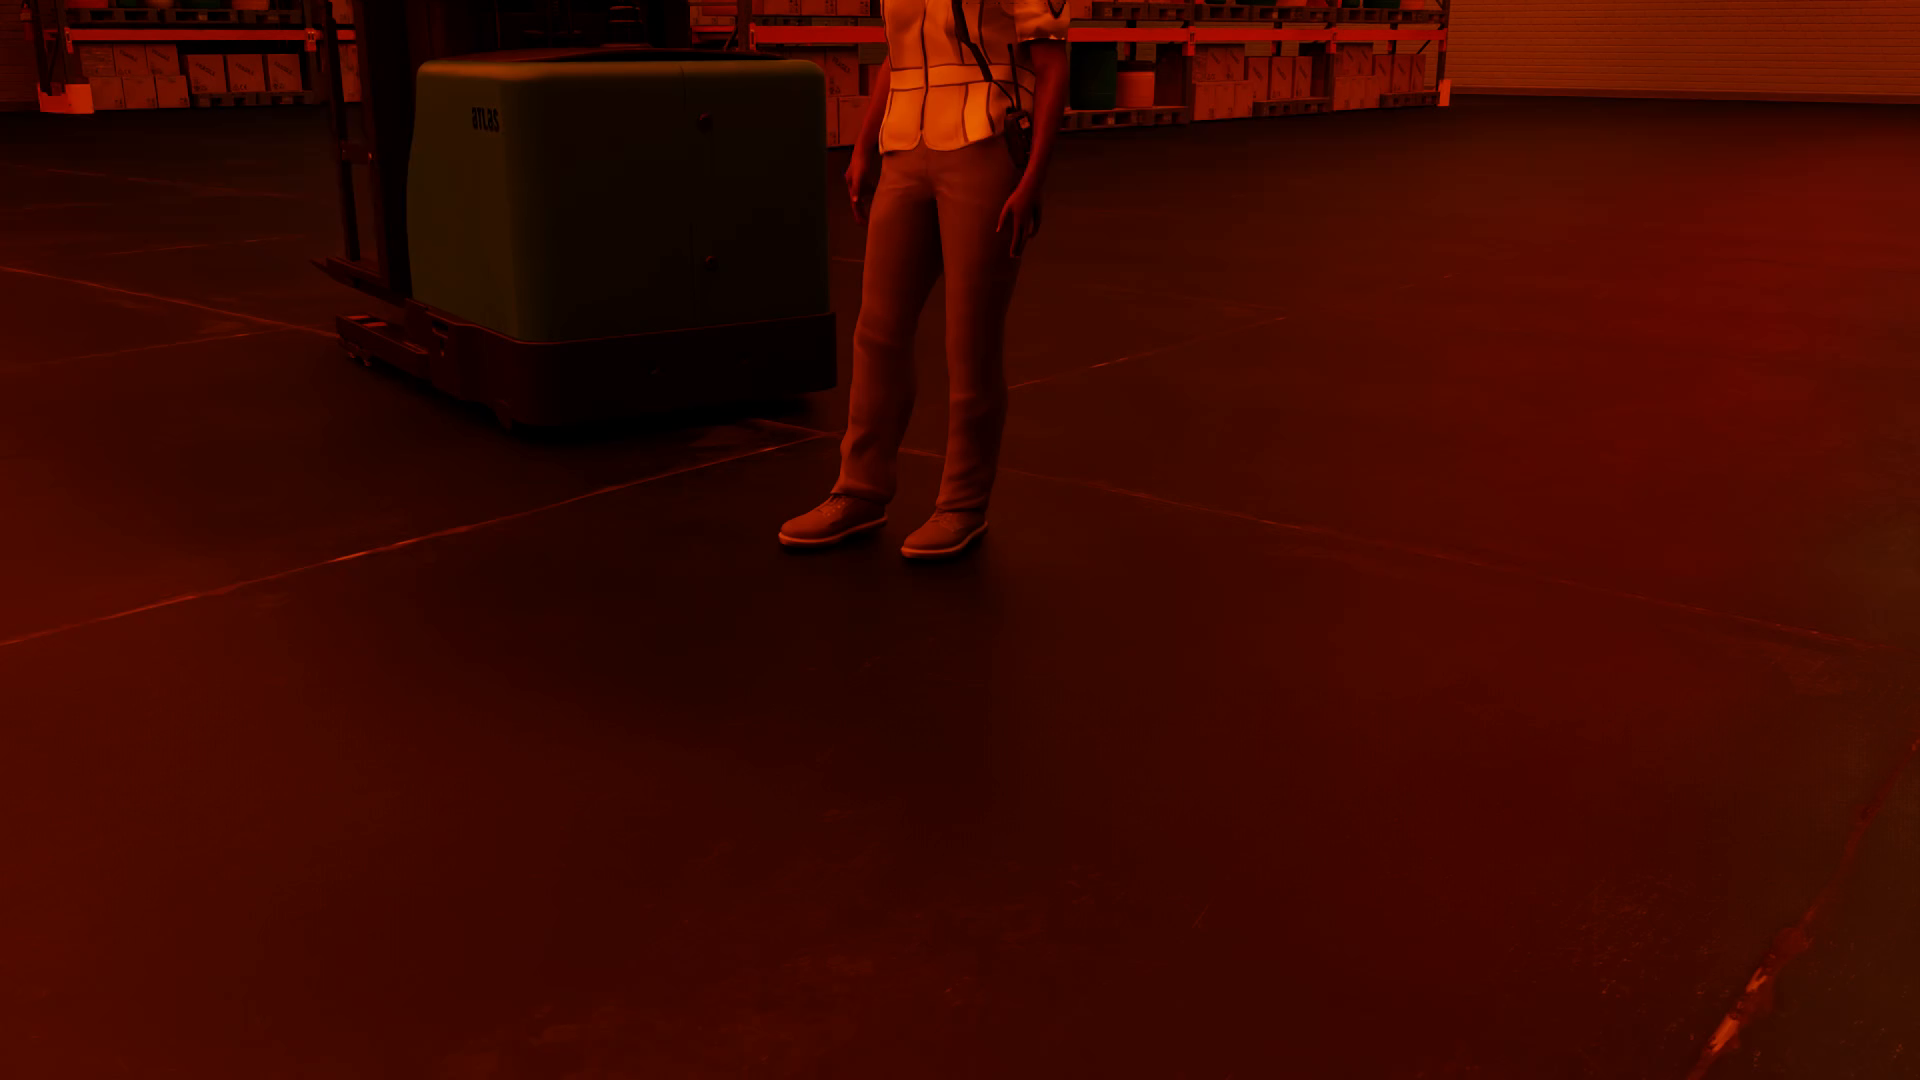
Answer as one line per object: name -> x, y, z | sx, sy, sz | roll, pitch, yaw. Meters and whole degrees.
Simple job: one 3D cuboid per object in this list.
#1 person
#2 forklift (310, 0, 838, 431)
person -> -0.063, -0.805, 3.650 | 0.570, 1.697, 0.528 | 13, 21, 37
forklift -> -1.649, -2.094, 5.795 | 1.130, 2.935, 3.031 | -12, 20, -33
